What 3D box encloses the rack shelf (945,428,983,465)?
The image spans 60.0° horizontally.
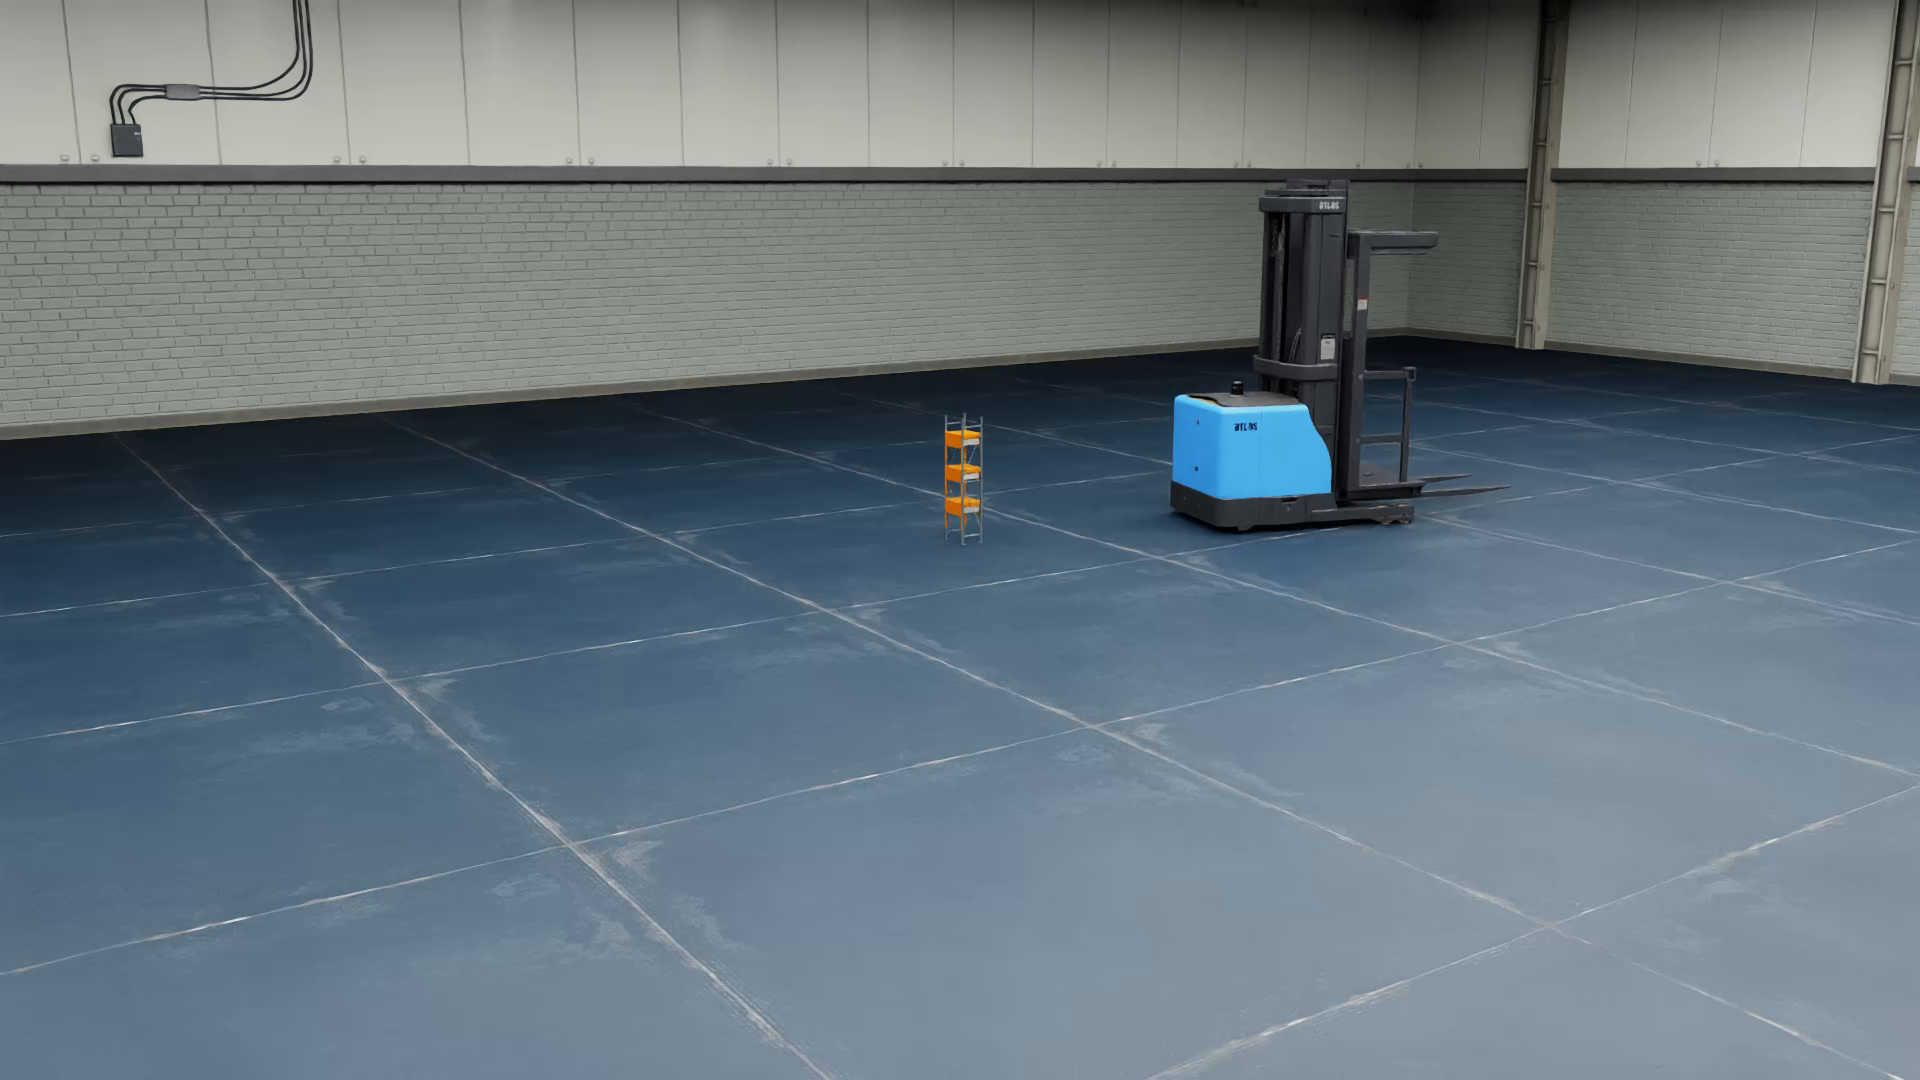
[{"bbox_3d":[0.030,-0.770,13.648,0.215,0.259,0.240,-8,15,-33],"label":"rack shelf"}]

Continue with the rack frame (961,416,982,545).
[{"bbox_3d":[0.097,-0.482,13.607,0.200,1.050,0.008,-8,15,-33],"label":"rack frame"}]

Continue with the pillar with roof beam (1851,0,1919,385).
[{"bbox_3d":[9.784,-6.197,21.133,9.100,9.000,0.400,-8,15,-33],"label":"pillar with roof beam"}]

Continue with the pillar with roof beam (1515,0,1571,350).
[{"bbox_3d":[6.459,-7.264,26.013,9.100,9.000,0.400,-8,15,-33],"label":"pillar with roof beam"}]

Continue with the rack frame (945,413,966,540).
[{"bbox_3d":[-0.038,-0.525,13.805,0.200,1.050,0.008,-8,15,-33],"label":"rack frame"}]

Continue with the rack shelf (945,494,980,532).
[{"bbox_3d":[0.030,-0.222,13.768,0.215,0.259,0.240,-8,15,-33],"label":"rack shelf"}]

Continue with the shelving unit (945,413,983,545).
[{"bbox_3d":[0.030,-0.503,13.706,0.215,1.050,0.252,-8,15,-33],"label":"shelving unit"}]

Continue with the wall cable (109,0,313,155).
[{"bbox_3d":[-8.800,-7.507,19.167,2.305,6.003,0.169,-8,15,-33],"label":"wall cable"}]

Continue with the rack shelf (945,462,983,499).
[{"bbox_3d":[0.030,-0.493,13.708,0.215,0.259,0.240,-8,15,-33],"label":"rack shelf"}]

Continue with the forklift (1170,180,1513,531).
[{"bbox_3d":[3.457,-1.669,14.632,3.031,2.935,1.130,-4,13,-17],"label":"forklift"}]
